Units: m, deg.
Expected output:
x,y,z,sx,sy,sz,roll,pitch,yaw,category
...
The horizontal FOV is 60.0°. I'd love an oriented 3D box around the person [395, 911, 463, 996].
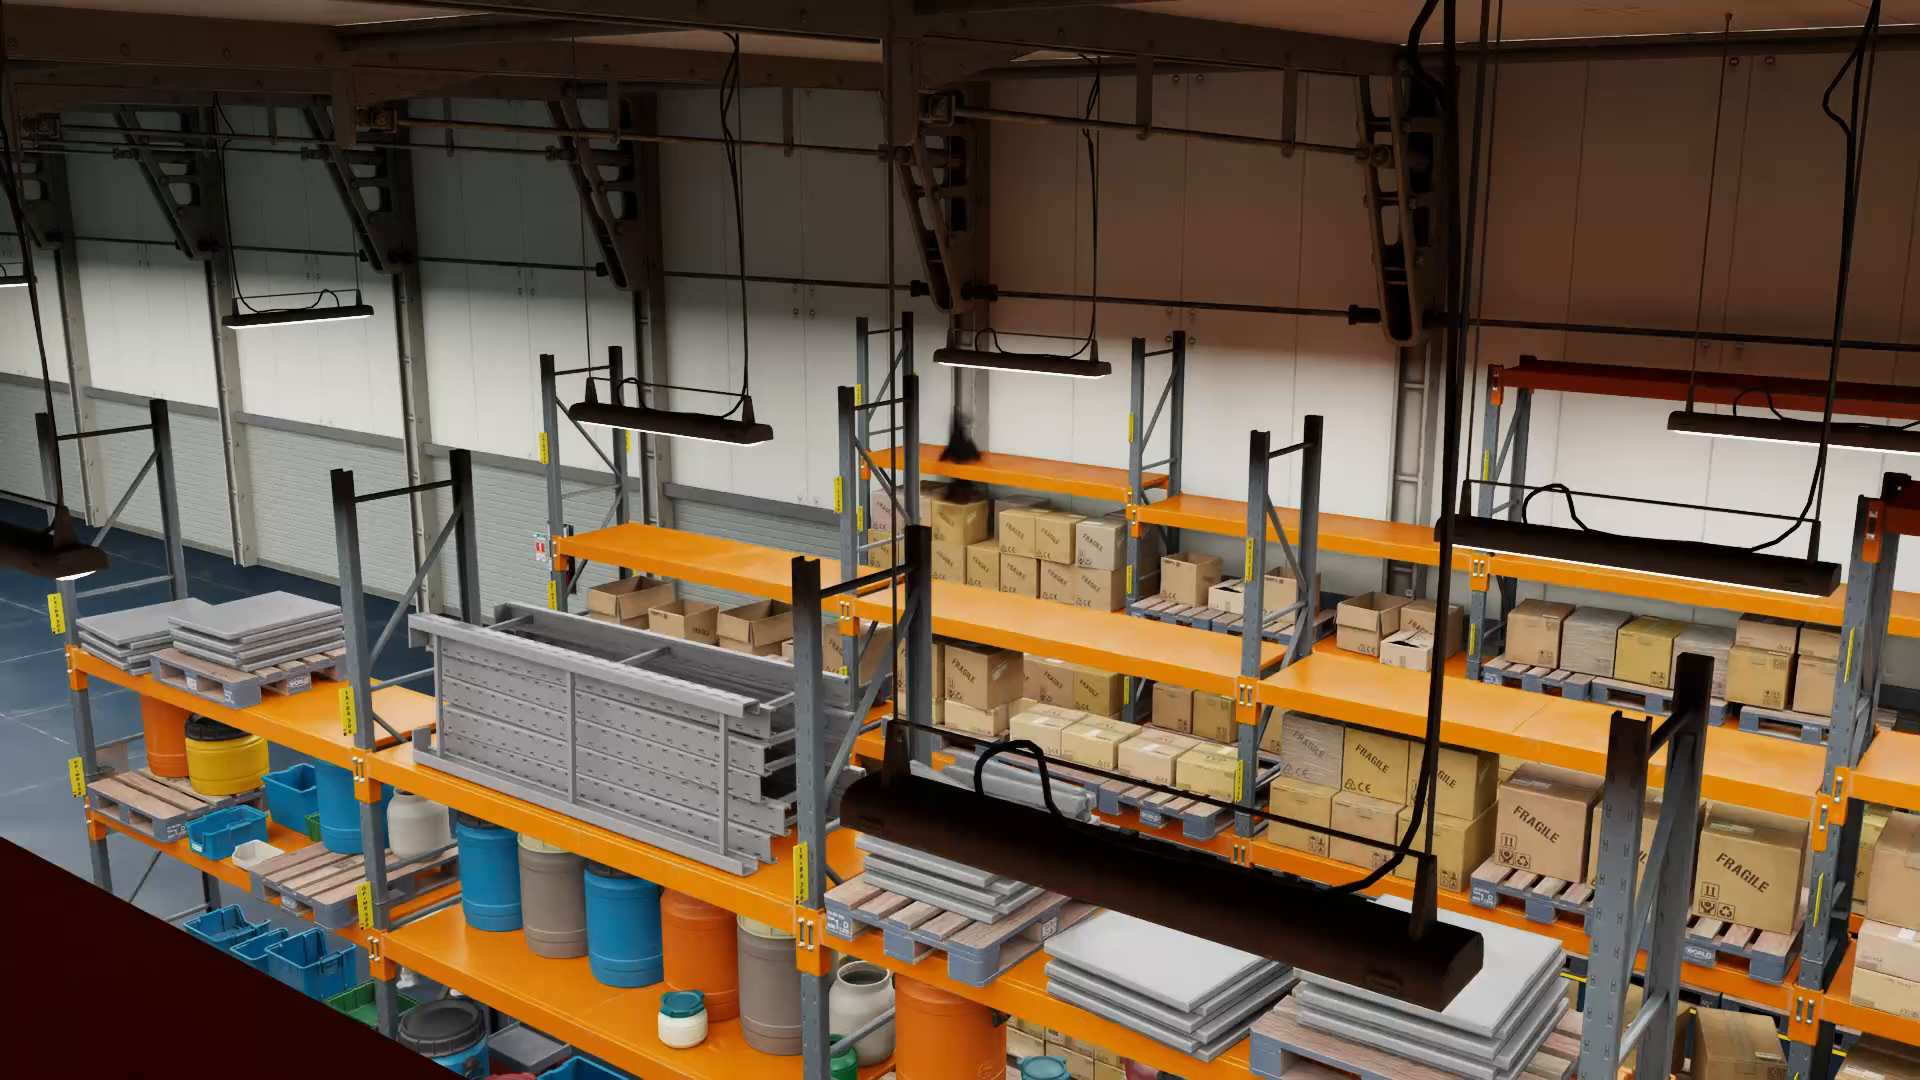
x,y,z,sx,sy,sz,roll,pitch,yaw,category
-5.240,3.639,15.971,1.116,1.584,0.651,4,14,16,person
